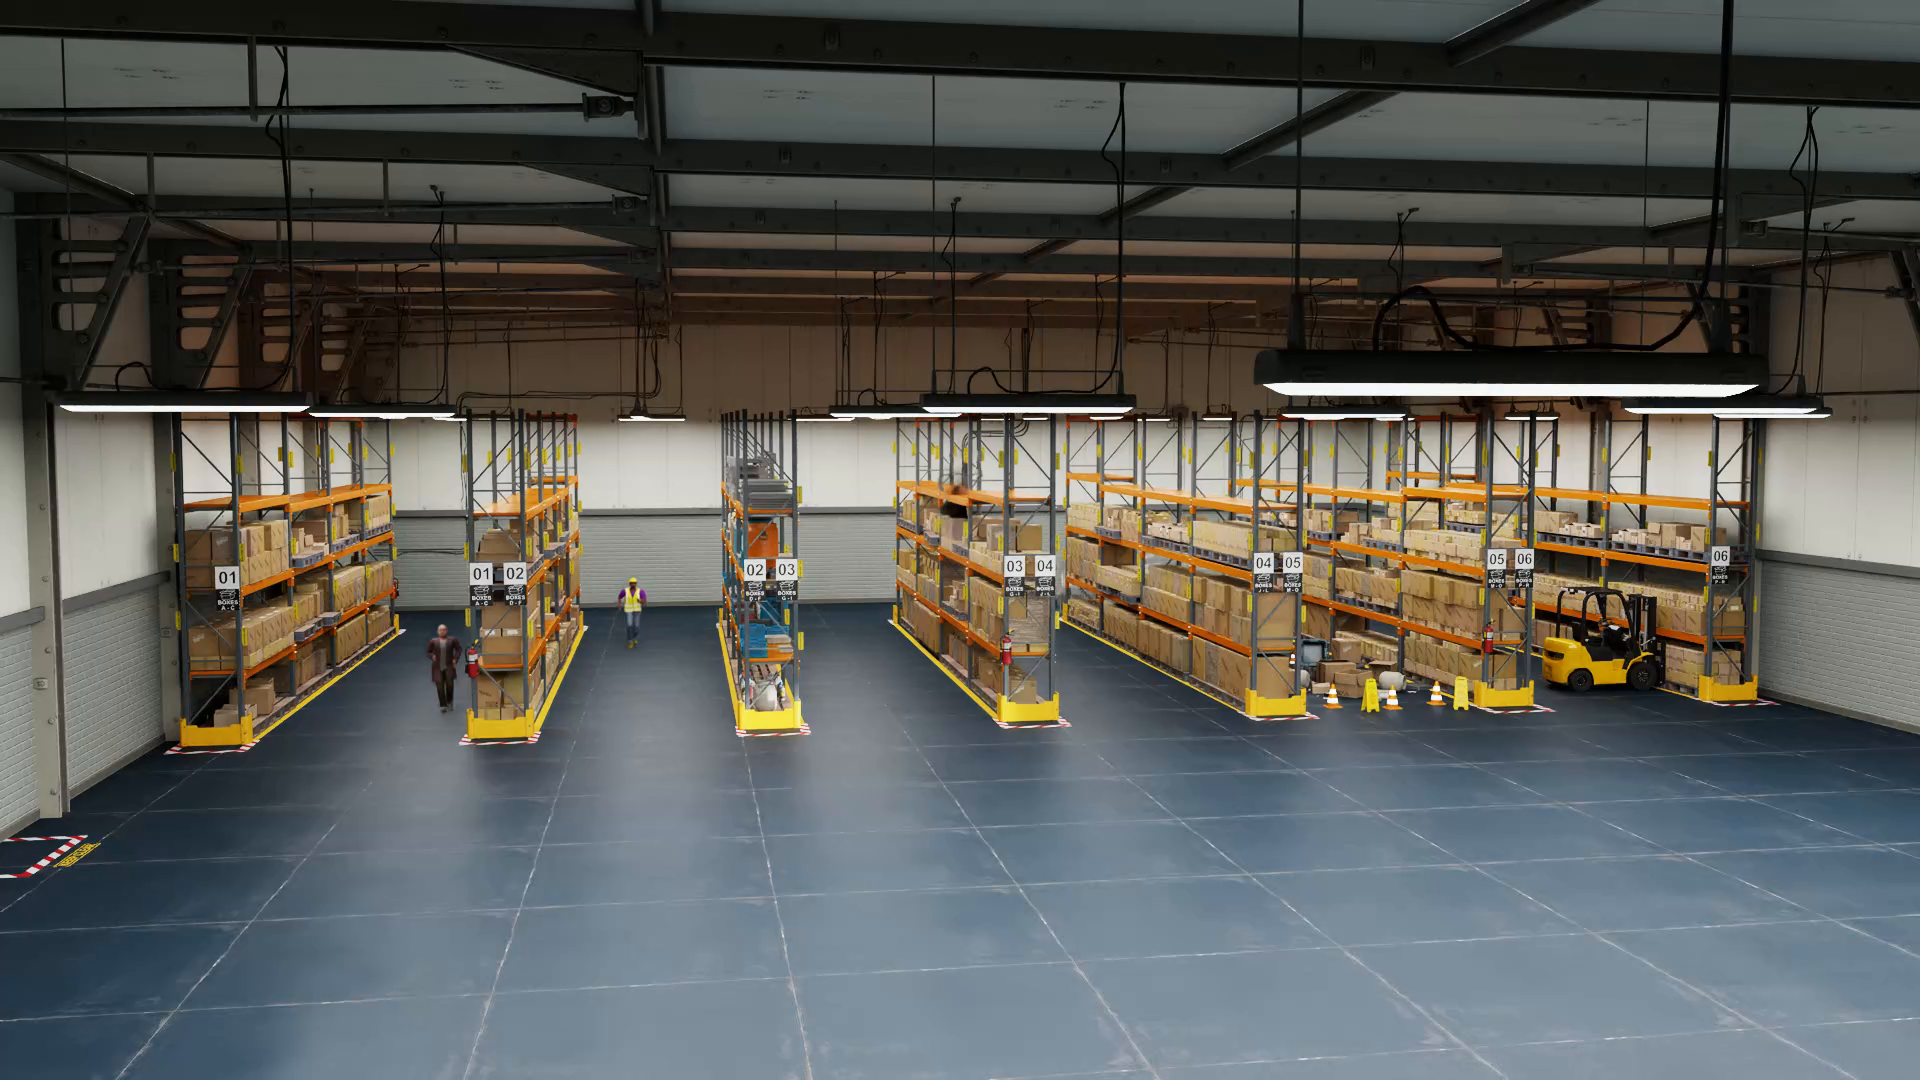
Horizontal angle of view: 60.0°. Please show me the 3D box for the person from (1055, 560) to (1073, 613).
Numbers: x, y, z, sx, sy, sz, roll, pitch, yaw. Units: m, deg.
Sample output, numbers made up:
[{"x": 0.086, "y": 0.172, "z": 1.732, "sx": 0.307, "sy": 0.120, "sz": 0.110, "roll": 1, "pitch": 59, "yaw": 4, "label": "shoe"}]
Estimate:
[{"x": 3.162, "y": 1.375, "z": 49.823, "sx": 0.766, "sy": 1.743, "sz": 0.829, "roll": 0, "pitch": 4, "yaw": 1, "label": "person"}]

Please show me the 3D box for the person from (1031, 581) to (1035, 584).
[{"x": 2.093, "y": 1.667, "z": 46.808, "sx": 0.541, "sy": 1.620, "sz": 0.760, "roll": 0, "pitch": 4, "yaw": 0, "label": "person"}]

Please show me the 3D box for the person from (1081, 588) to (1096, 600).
[{"x": 3.942, "y": 1.340, "z": 49.954, "sx": 0.865, "sy": 1.819, "sz": 0.647, "roll": -1, "pitch": 4, "yaw": -9, "label": "person"}]

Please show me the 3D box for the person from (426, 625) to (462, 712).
[{"x": -10.198, "y": 2.553, "z": 32.855, "sx": 0.687, "sy": 1.751, "sz": 0.688, "roll": -1, "pitch": 4, "yaw": -15, "label": "person"}]

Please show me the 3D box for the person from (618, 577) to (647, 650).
[{"x": -8.365, "y": 1.865, "z": 42.539, "sx": 0.677, "sy": 1.821, "sz": 0.820, "roll": -1, "pitch": 4, "yaw": -19, "label": "person"}]
